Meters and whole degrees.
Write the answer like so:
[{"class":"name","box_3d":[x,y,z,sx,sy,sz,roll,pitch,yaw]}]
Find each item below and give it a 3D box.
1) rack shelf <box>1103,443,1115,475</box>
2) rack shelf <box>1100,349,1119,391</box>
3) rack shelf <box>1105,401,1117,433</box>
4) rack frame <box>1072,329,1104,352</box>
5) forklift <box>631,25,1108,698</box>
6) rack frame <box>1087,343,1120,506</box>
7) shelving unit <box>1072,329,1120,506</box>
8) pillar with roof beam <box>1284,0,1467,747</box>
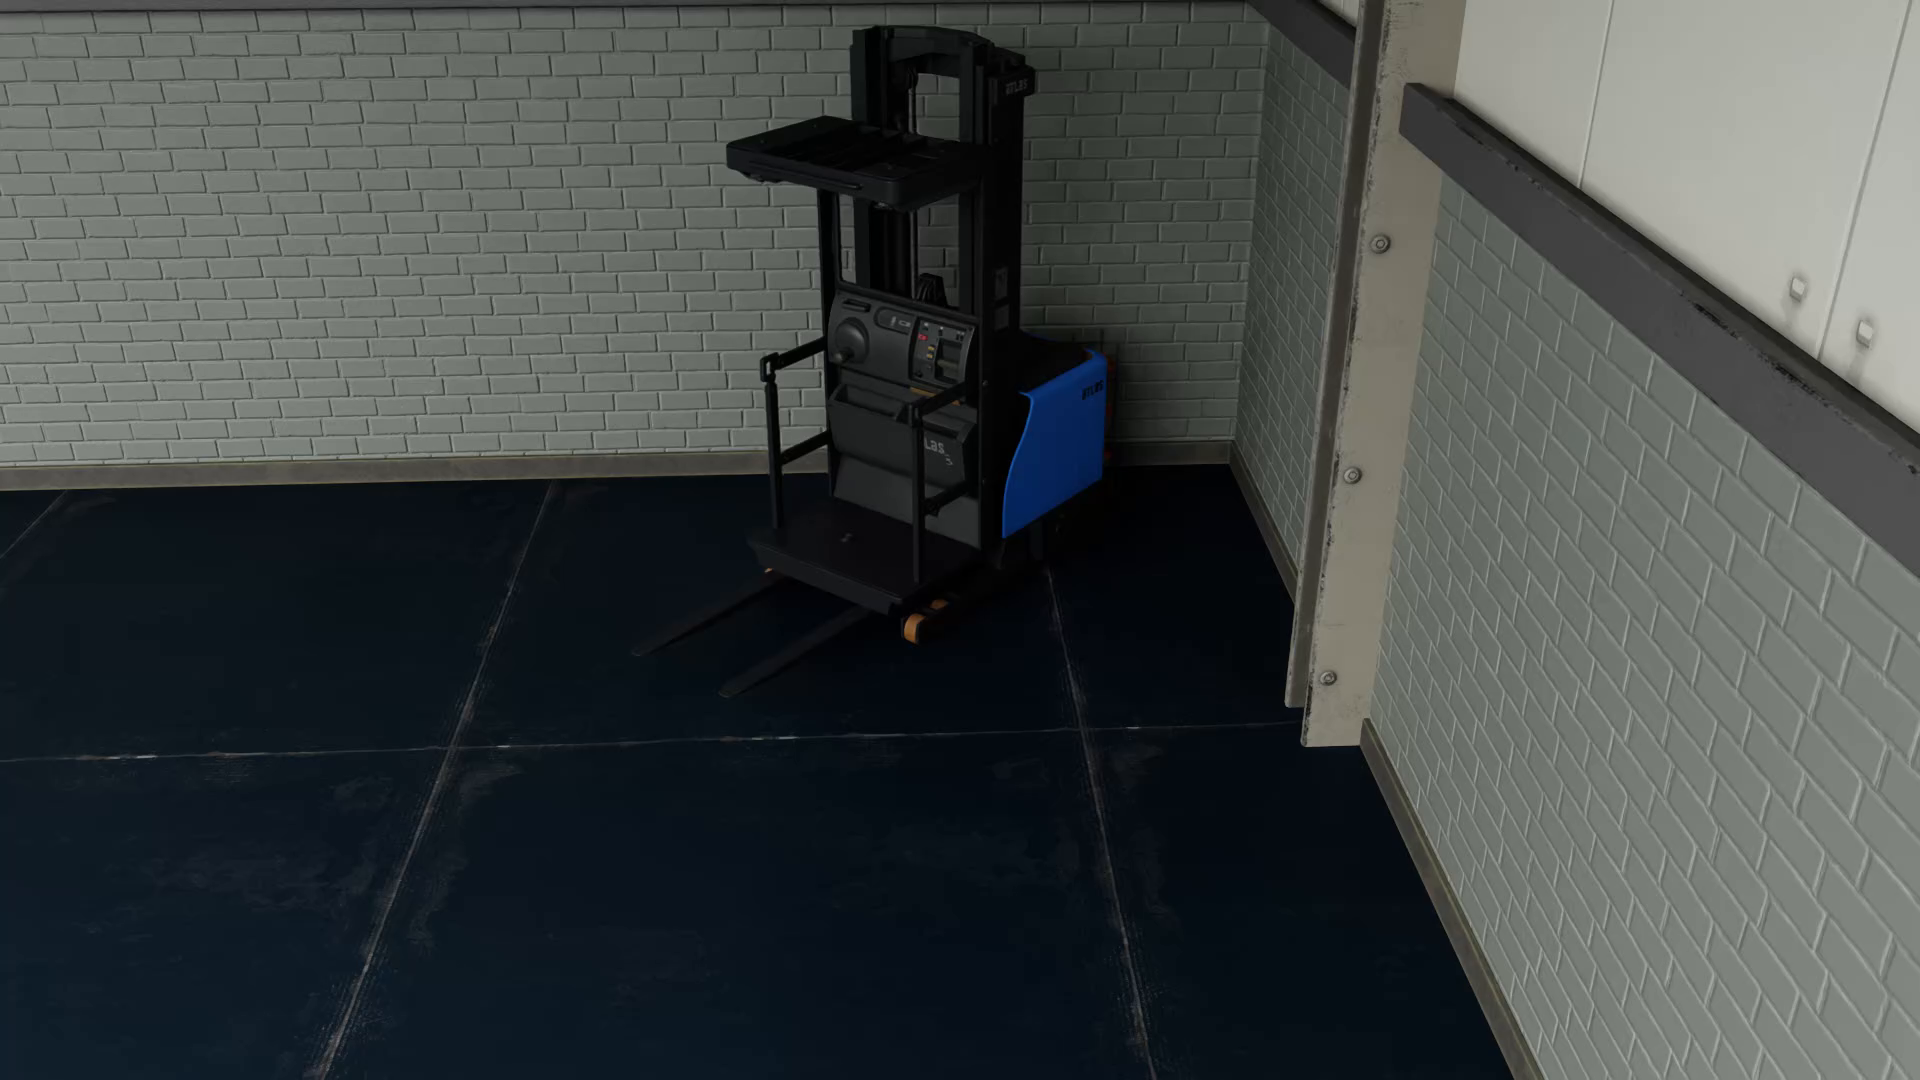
[{"class":"rack shelf","box_3d":[0.795,-0.464,10.129,0.215,0.259,0.240,-8,29,-16]},{"class":"rack shelf","box_3d":[0.796,-0.962,9.868,0.215,0.259,0.240,-8,29,-16]},{"class":"rack shelf","box_3d":[0.796,-0.711,10.000,0.215,0.259,0.240,-8,29,-16]},{"class":"rack frame","box_3d":[0.759,-0.774,10.098,0.200,1.050,0.008,-8,29,-16]},{"class":"forklift","box_3d":[-0.440,-1.008,8.513,1.130,2.935,3.031,20,33,33]},{"class":"rack frame","box_3d":[0.833,-0.666,9.892,0.200,1.050,0.008,-8,29,-16]},{"class":"shelving unit","box_3d":[0.796,-0.720,9.995,0.215,1.050,0.252,-8,29,-16]},{"class":"pillar with roof beam","box_3d":[-2.532,-3.003,5.776,9.100,9.000,0.400,-1,28,-3]}]
